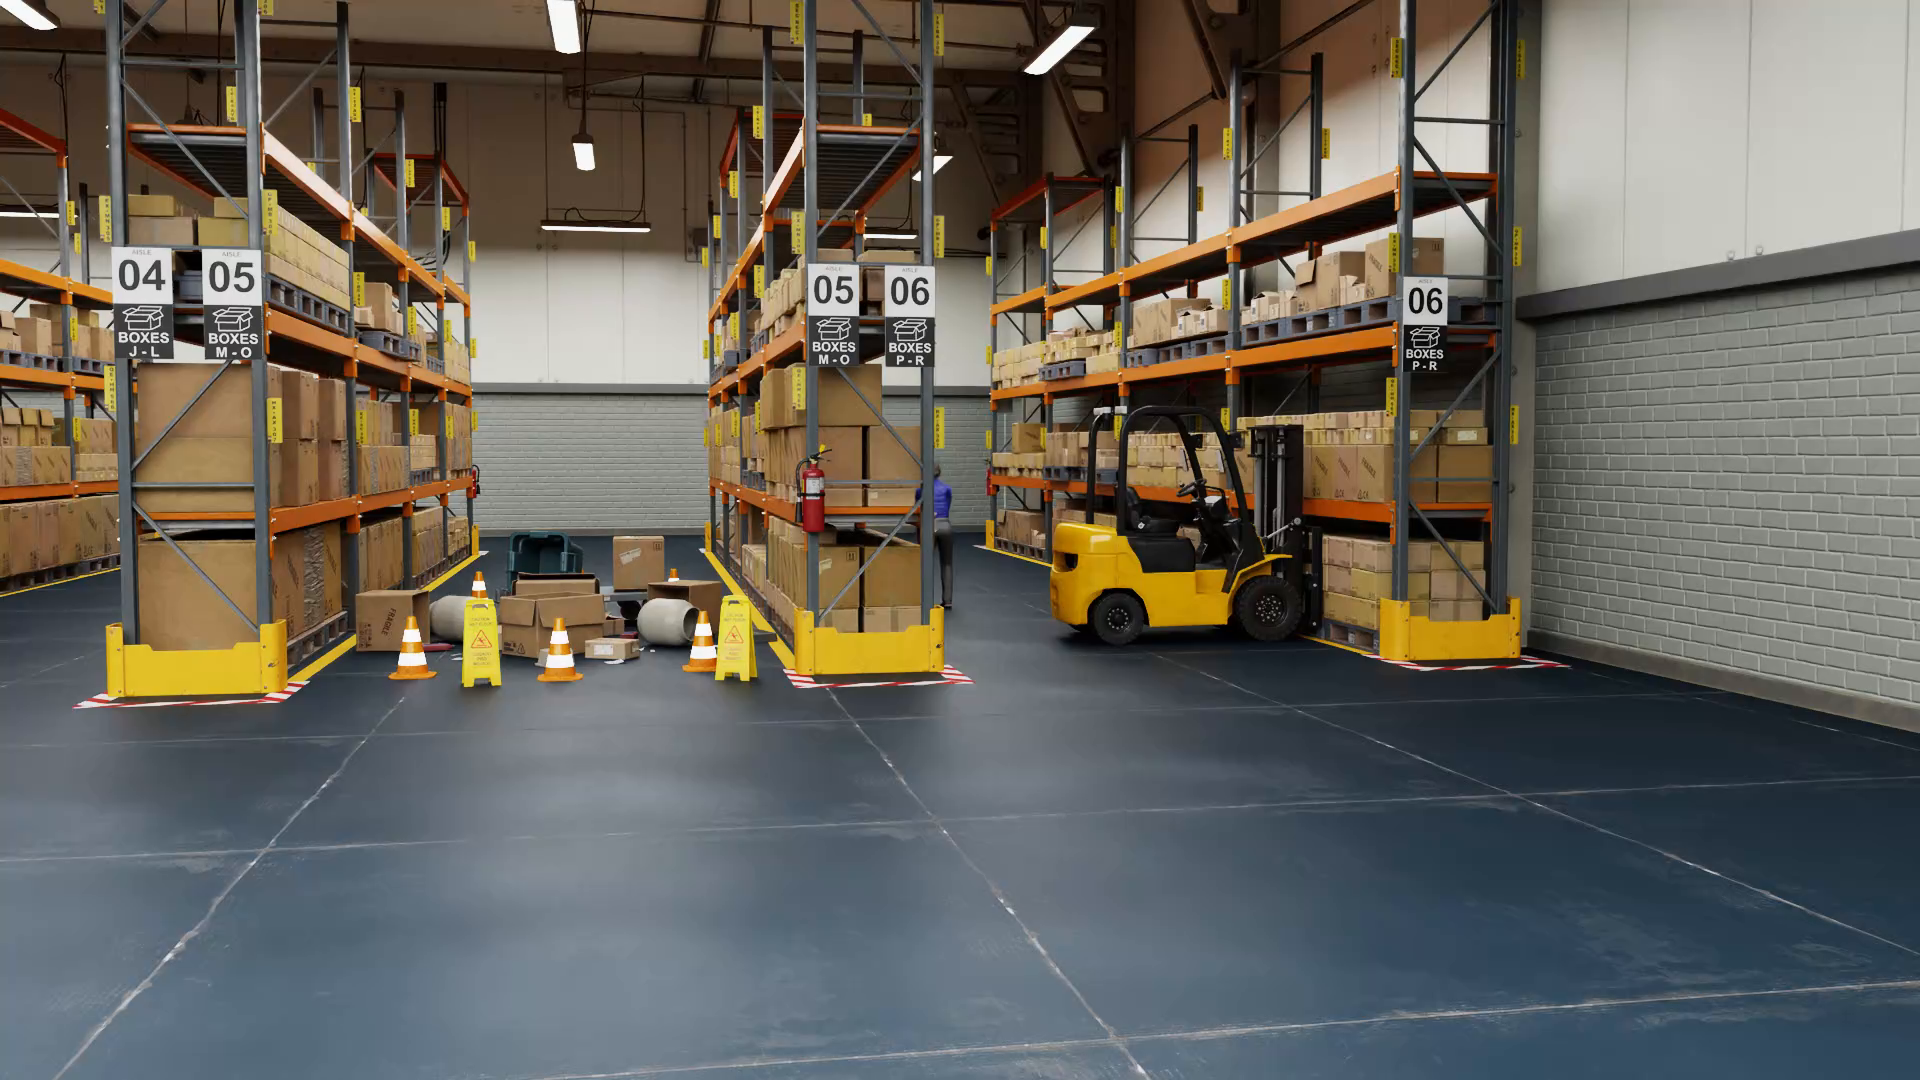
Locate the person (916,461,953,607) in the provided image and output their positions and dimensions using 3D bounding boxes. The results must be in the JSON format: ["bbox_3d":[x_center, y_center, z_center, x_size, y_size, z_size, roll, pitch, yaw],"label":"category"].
[{"bbox_3d":[-0.297,-0.066,18.588,0.412,1.647,0.531,-1,3,-12],"label":"person"}]
